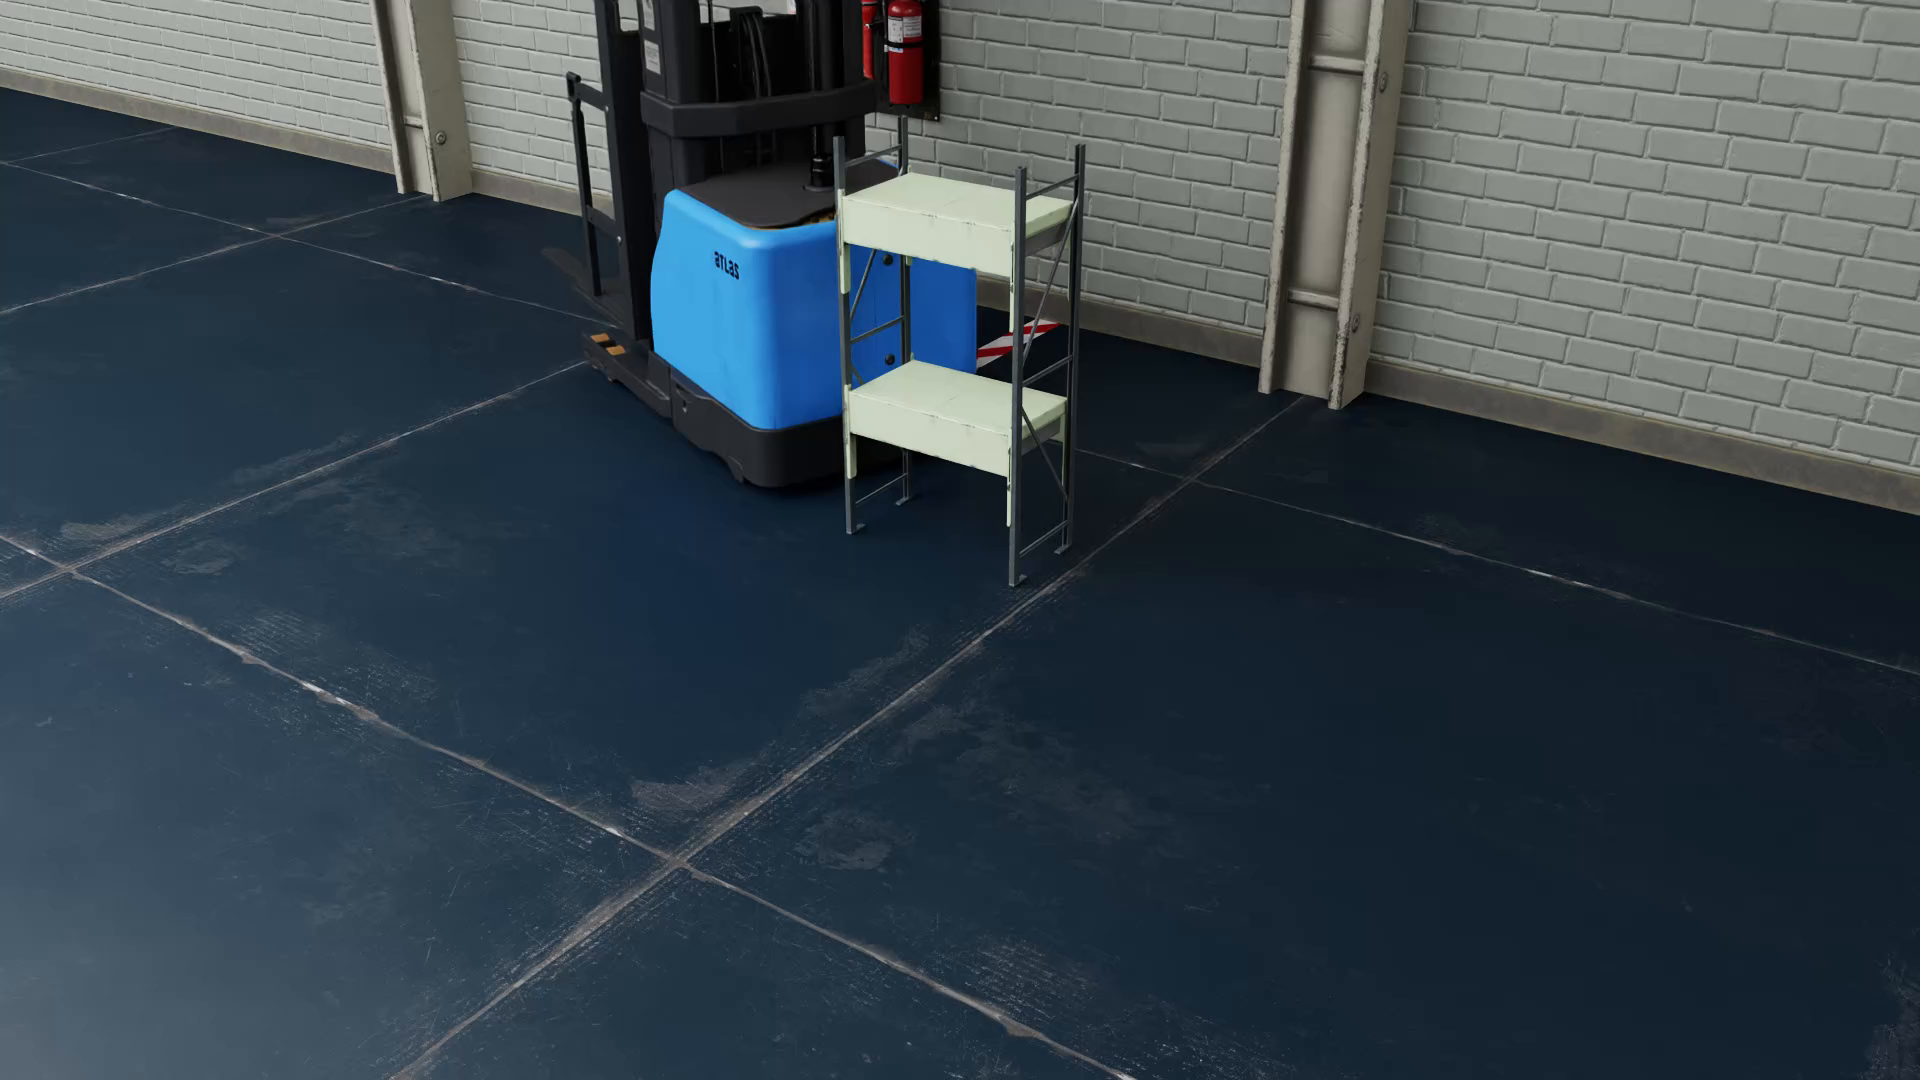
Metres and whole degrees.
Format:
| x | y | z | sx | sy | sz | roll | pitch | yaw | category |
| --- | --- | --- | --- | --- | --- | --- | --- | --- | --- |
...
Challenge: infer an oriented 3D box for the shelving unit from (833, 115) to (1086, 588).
| x | y | z | sx | sy | sz | roll | pitch | yaw | category |
| --- | --- | --- | --- | --- | --- | --- | --- | --- | --- |
| -0.006 | -0.670 | 5.913 | 0.755 | 1.500 | 0.431 | 17 | 32 | 30 | shelving unit |

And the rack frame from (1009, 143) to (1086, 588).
| x | y | z | sx | sy | sz | roll | pitch | yaw | category |
| --- | --- | --- | --- | --- | --- | --- | --- | --- | --- |
| 0.296 | -0.576 | 5.729 | 0.023 | 1.500 | 0.400 | 17 | 32 | 30 | rack frame |

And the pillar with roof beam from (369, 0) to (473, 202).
| x | y | z | sx | sy | sz | roll | pitch | yaw | category |
| --- | --- | --- | --- | --- | --- | --- | --- | --- | --- |
| -5.776 | -4.627 | 5.421 | 0.400 | 9.000 | 9.100 | 17 | 32 | 30 | pillar with roof beam |

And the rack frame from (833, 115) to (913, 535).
| x | y | z | sx | sy | sz | roll | pitch | yaw | category |
| --- | --- | --- | --- | --- | --- | --- | --- | --- | --- |
| -0.307 | -0.764 | 6.098 | 0.023 | 1.500 | 0.400 | 17 | 32 | 30 | rack frame |

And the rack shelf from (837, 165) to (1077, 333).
| x | y | z | sx | sy | sz | roll | pitch | yaw | category |
| --- | --- | --- | --- | --- | --- | --- | --- | --- | --- |
| -0.006 | -1.018 | 5.736 | 0.720 | 0.370 | 0.431 | 17 | 32 | 30 | rack shelf |

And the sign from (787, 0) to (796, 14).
| x | y | z | sx | sy | sz | roll | pitch | yaw | category |
| --- | --- | --- | --- | --- | --- | --- | --- | --- | --- |
| -0.805 | -2.867 | 8.538 | 0.234 | 0.329 | 0.001 | 17 | 32 | 30 | sign |

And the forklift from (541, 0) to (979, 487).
| x | y | z | sx | sy | sz | roll | pitch | yaw | category |
| --- | --- | --- | --- | --- | --- | --- | --- | --- | --- |
| -1.122 | -2.137 | 7.217 | 1.130 | 2.935 | 3.031 | -16 | 31 | -28 | forklift |

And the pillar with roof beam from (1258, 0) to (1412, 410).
| x | y | z | sx | sy | sz | roll | pitch | yaw | category |
| --- | --- | --- | --- | --- | --- | --- | --- | --- | --- |
| -0.830 | -3.086 | 2.393 | 0.400 | 9.000 | 9.100 | 17 | 32 | 30 | pillar with roof beam |

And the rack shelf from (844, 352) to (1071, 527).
| x | y | z | sx | sy | sz | roll | pitch | yaw | category |
| --- | --- | --- | --- | --- | --- | --- | --- | --- | --- |
| -0.006 | -0.380 | 6.061 | 0.720 | 0.370 | 0.431 | 17 | 32 | 30 | rack shelf |

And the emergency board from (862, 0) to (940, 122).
| x | y | z | sx | sy | sz | roll | pitch | yaw | category |
| --- | --- | --- | --- | --- | --- | --- | --- | --- | --- |
| -0.408 | -2.671 | 8.191 | 0.643 | 1.169 | 0.194 | 17 | 32 | 30 | emergency board |
